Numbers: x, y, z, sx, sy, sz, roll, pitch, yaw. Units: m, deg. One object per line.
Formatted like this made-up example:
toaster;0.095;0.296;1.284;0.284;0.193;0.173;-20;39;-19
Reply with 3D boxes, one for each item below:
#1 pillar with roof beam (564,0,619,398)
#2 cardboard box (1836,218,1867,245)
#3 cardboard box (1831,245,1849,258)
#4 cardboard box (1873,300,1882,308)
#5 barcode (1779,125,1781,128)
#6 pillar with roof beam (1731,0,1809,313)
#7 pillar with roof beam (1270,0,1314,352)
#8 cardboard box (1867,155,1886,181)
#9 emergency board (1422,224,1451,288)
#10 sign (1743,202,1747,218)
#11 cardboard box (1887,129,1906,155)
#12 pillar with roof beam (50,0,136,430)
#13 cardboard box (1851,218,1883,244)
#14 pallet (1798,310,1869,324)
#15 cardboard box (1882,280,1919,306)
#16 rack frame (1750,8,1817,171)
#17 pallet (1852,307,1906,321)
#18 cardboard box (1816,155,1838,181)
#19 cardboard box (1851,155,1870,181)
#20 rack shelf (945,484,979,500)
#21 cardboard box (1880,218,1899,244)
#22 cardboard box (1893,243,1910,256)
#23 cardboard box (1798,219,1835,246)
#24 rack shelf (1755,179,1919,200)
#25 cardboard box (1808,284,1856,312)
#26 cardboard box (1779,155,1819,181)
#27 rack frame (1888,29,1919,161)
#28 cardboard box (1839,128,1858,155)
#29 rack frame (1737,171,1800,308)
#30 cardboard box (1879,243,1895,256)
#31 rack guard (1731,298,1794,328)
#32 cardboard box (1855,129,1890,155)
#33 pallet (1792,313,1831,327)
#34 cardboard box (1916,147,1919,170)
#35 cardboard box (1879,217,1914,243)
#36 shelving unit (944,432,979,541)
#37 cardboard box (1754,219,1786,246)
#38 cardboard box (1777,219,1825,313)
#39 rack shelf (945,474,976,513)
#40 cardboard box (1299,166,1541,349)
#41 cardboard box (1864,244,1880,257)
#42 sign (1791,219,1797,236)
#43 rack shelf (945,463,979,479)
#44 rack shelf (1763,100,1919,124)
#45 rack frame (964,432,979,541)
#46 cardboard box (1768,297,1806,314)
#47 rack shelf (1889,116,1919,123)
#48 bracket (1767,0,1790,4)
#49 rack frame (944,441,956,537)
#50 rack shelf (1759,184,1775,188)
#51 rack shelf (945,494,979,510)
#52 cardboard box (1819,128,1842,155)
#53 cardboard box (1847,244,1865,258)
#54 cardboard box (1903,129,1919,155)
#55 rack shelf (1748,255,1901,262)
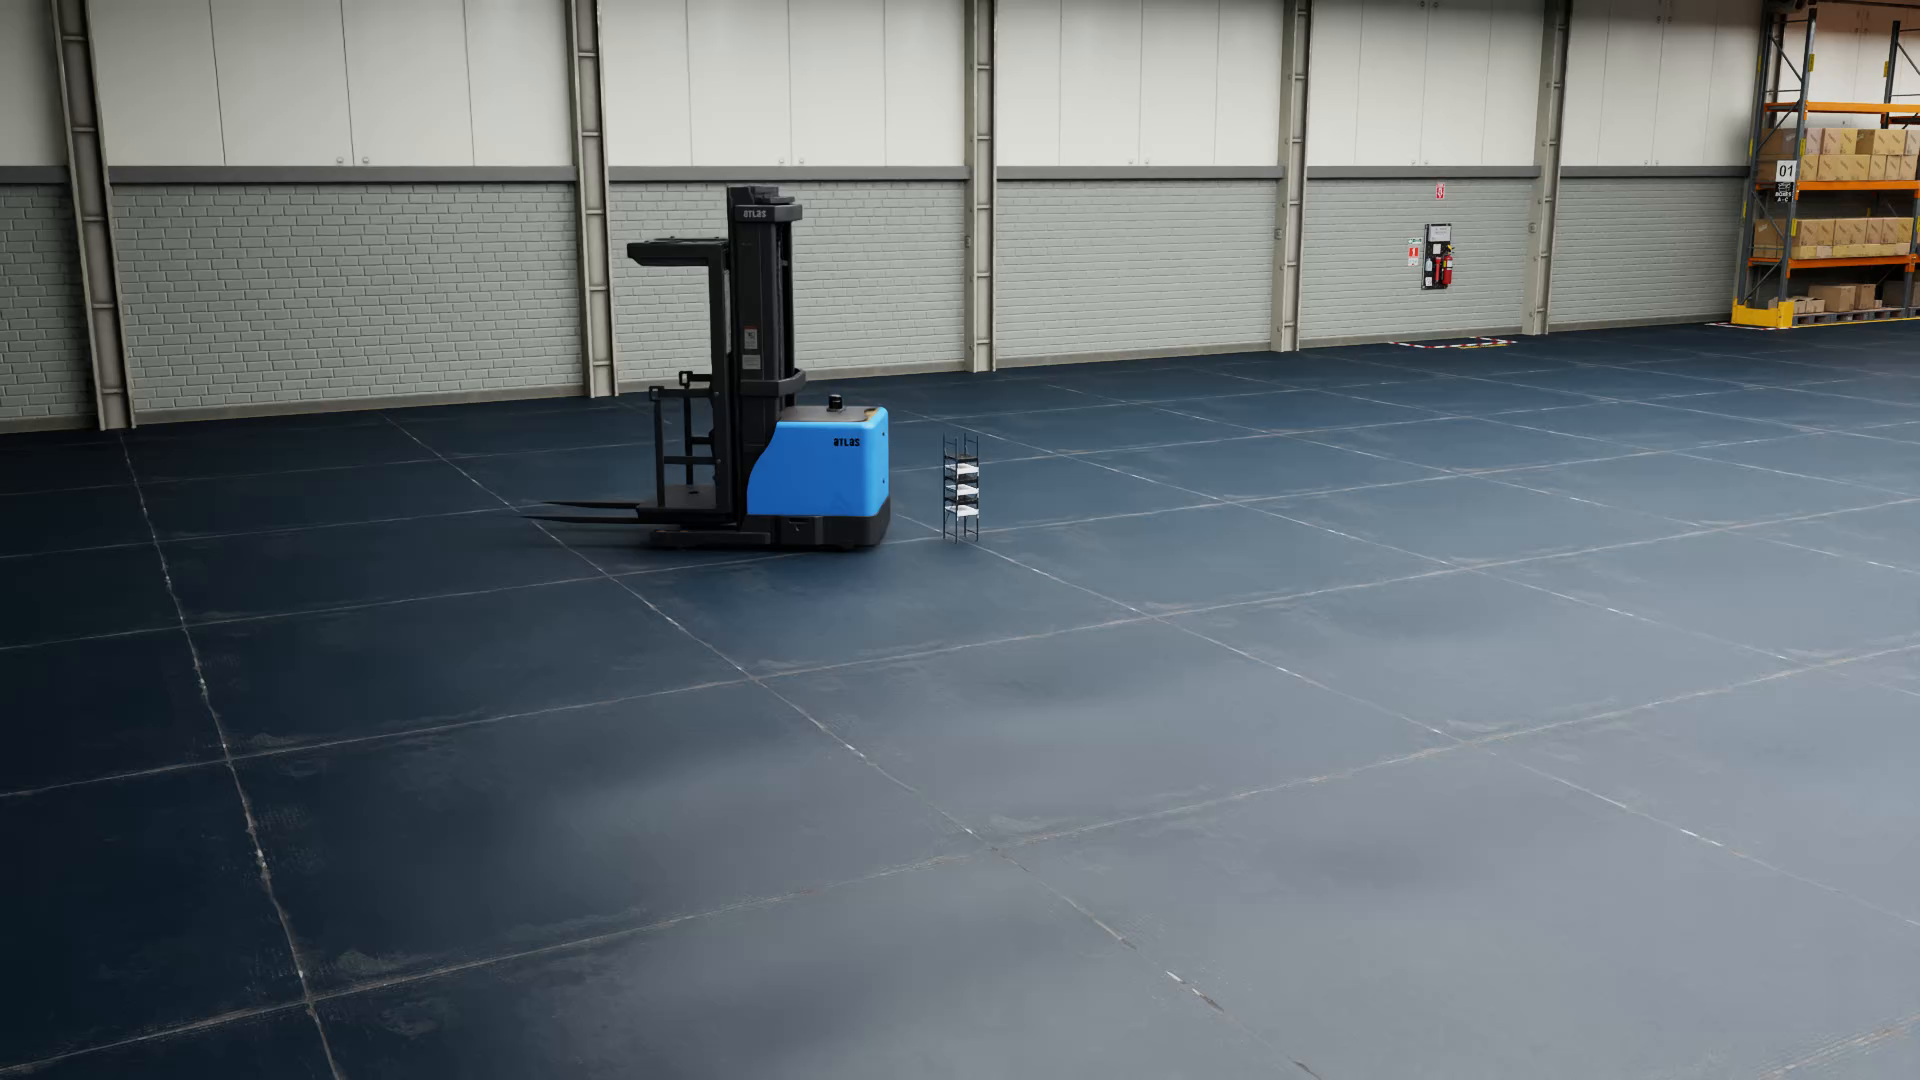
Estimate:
pillar with roof beam;-2.894;-5.558;18.310;0.400;9.000;9.100;-7;14;-28
cardboard box;17.814;-6.200;33.414;0.500;0.500;0.500;-6;14;-26
cardboard box;17.388;-5.782;33.265;0.500;0.250;0.500;-7;15;-29
cardboard box;18.964;-4.936;34.663;0.250;0.166;0.380;-9;16;-35
barcode;16.292;-8.209;33.050;0.075;0.075;0.001;-7;14;-28
pillar with roof beam;18.171;-8.083;29.529;0.548;9.000;9.100;-7;14;-28
pillar with roof beam;7.638;-6.820;23.919;0.400;9.000;9.100;-7;14;-28
cardboard box;18.176;-7.471;33.369;0.500;0.500;0.500;-7;15;-30
emergency board;8.627;-5.103;29.951;0.585;1.158;0.155;-7;14;-28
sign;25.773;-5.995;26.807;11.725;1.973;20.841;-7;14;-28
cardboard box;25.642;-5.667;26.837;7.127;2.151;19.182;-6;14;-25
pillar with roof beam;-8.161;-4.927;15.505;0.400;9.000;9.100;-7;14;-28
cardboard box;18.270;-6.255;33.658;0.500;0.500;0.500;-7;15;-29
pallet;17.775;-4.599;34.064;1.213;0.211;1.003;-7;14;-28
cardboard box;20.058;-5.242;35.260;0.500;0.500;0.700;-6;14;-26
rack frame;15.909;-8.672;32.147;0.127;3.000;1.000;-7;14;-28
pallet;18.847;-4.728;34.638;1.213;0.211;1.003;-7;14;-28
cardboard box;16.810;-7.304;32.626;0.500;0.500;0.500;-6;14;-24
cardboard box;17.724;-7.420;33.141;0.500;0.500;0.500;-6;14;-24
rack shelf;0.007;-0.407;14.021;0.200;0.077;0.258;-7;14;-28
cardboard box;18.717;-6.306;33.884;0.500;0.500;0.500;-7;14;-28
cardboard box;19.149;-5.994;34.209;0.500;0.250;0.500;-7;14;-28
cardboard box;16.910;-6.090;32.926;0.500;0.500;0.500;-7;14;-28
rack shelf;17.664;-7.068;33.491;4.000;0.370;1.077;-7;14;-28
cardboard box;17.727;-4.923;33.845;0.500;0.500;0.700;-8;15;-31
cardboard box;16.322;-7.254;32.406;0.500;0.500;0.500;-6;14;-26
rack frame;19.421;-9.092;34.014;0.053;2.616;0.949;-7;14;-28
cardboard box;17.272;-7.848;32.766;0.500;0.500;0.500;-6;14;-26
rack frame;15.909;-5.745;32.806;0.127;3.000;1.000;-7;14;-28
cardboard box;18.708;-5.944;33.983;0.500;0.250;0.500;-7;14;-28
rack guard;15.975;-4.534;33.116;0.348;0.500;1.175;-7;14;-28
cardboard box;18.180;-7.954;33.239;0.500;0.500;0.500;-7;15;-30
pallet;16.705;-4.472;33.497;1.213;0.211;1.003;-7;14;-28
cardboard box;19.938;-7.925;34.477;0.500;0.500;0.500;-5;13;-20
cardboard box;19.153;-6.359;34.122;0.500;0.500;0.500;-7;14;-28
shelving unit;0.008;-0.440;14.015;0.208;0.900;0.258;-7;14;-28
cardboard box;16.220;-6.138;33.140;0.500;0.500;0.500;-7;14;-28
cardboard box;16.760;-5.445;33.112;1.284;1.840;0.795;-6;14;-23
rack shelf;0.007;-0.391;14.025;0.190;0.281;0.221;-7;14;-28
cardboard box;17.589;-3.166;20.555;14.073;3.347;25.570;-7;14;-27
cardboard box;18.274;-5.888;33.735;0.500;0.250;0.500;-7;14;-28
sign;16.169;-6.063;32.247;0.005;0.325;0.100;-7;14;-28
rack shelf;0.007;-0.583;13.982;0.200;0.077;0.258;-7;14;-28
rack shelf;17.664;-8.530;33.162;4.000;0.370;1.077;-7;14;-28
rack frame;0.096;-0.451;14.062;0.006;0.900;0.240;-7;14;-28
cardboard box;16.559;-4.704;33.299;0.500;0.311;0.500;-9;15;-34
rack shelf;21.175;-8.853;35.054;3.809;0.124;0.919;-7;14;-28
bracket;15.914;-10.556;32.322;0.430;0.232;0.235;-7;14;-28
rack frame;-0.082;-0.429;13.966;0.003;0.785;0.228;-7;14;-28
rack shelf;17.664;-7.138;33.475;3.687;0.071;0.831;-7;14;-28
rack shelf;0.007;-0.320;14.041;0.200;0.077;0.258;-7;14;-28
cardboard box;16.828;-7.792;32.517;0.500;0.500;0.500;-7;14;-29
cardboard box;17.833;-5.835;33.499;0.500;0.250;0.500;-7;14;-27
cardboard box;19.110;-8.071;33.757;0.550;0.500;0.550;-7;14;-27
rack shelf;17.664;-5.735;33.791;3.809;0.052;0.919;-7;14;-28
